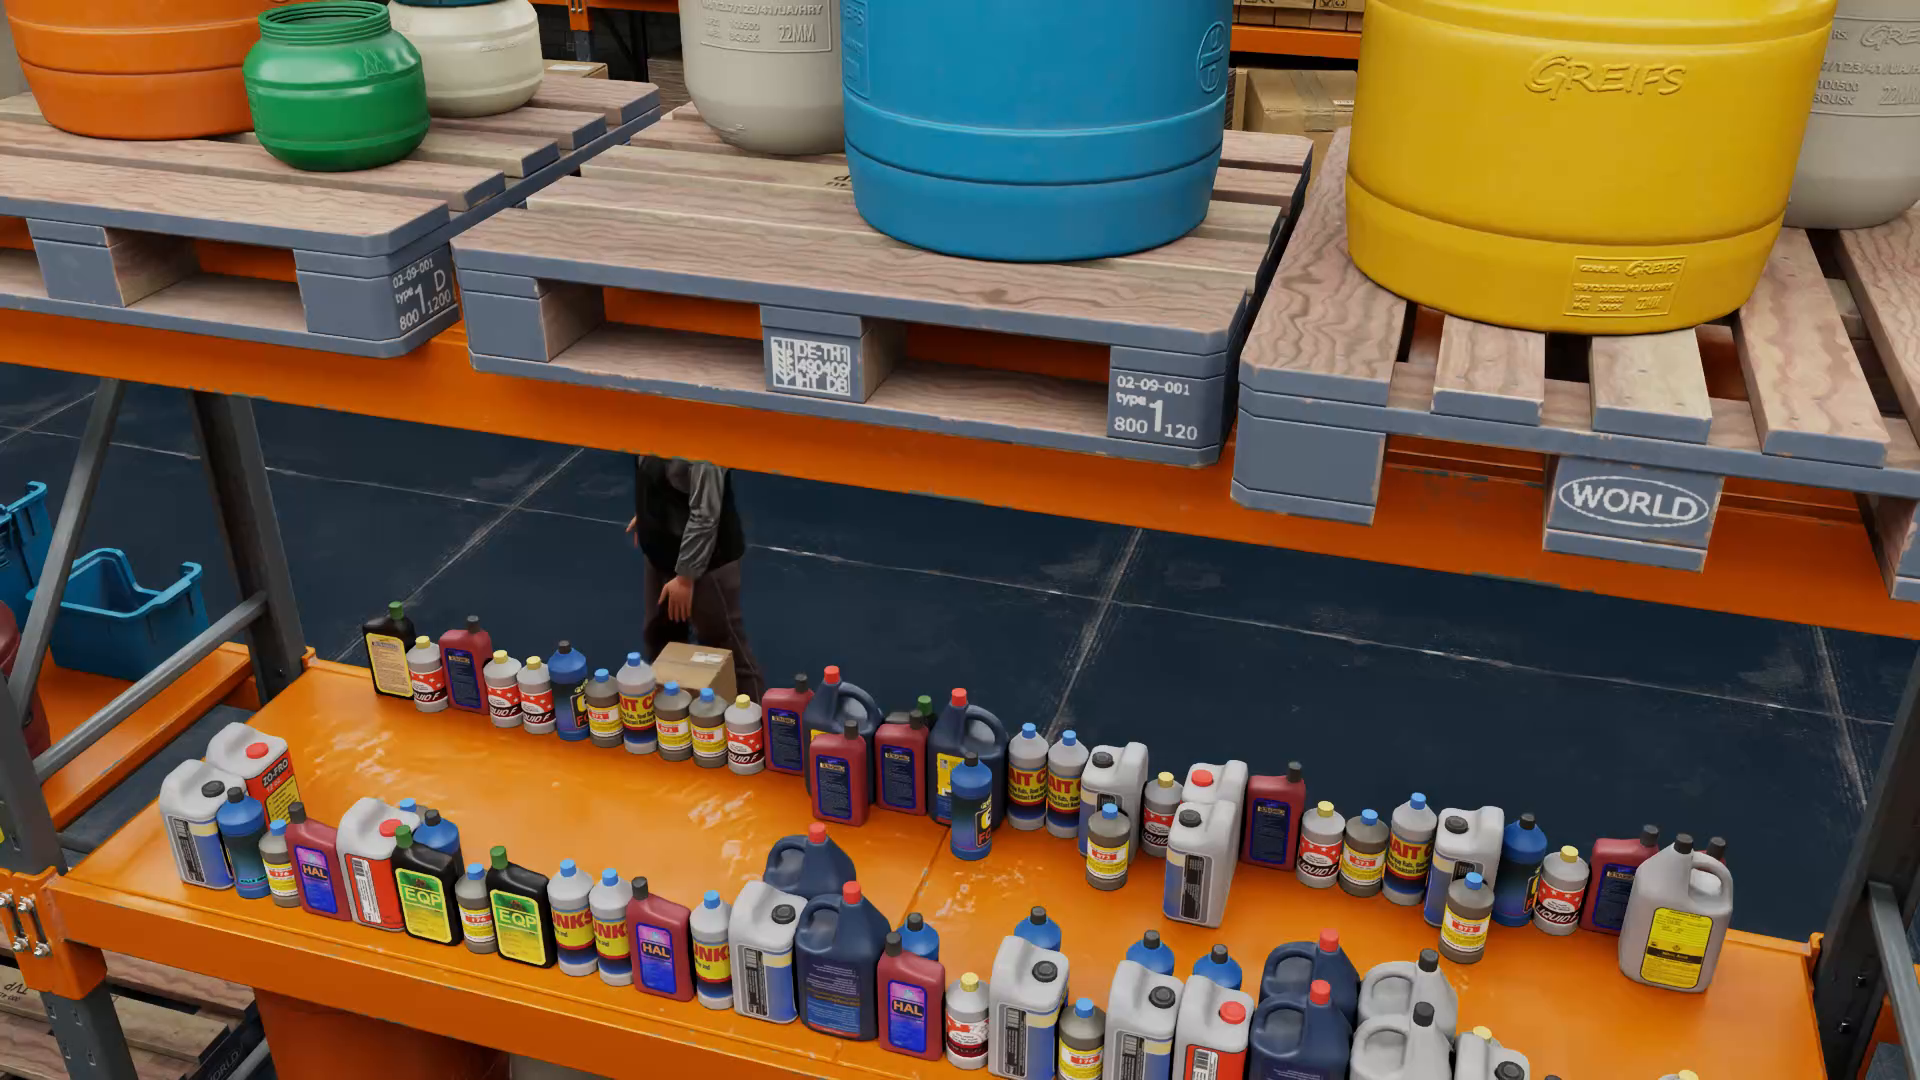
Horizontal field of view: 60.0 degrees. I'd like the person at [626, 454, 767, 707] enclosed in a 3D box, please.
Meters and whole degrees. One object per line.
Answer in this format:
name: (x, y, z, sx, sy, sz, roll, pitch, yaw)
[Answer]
person: (-1.041, 0.060, 6.032, 0.624, 1.721, 0.649, -14, 32, -23)
